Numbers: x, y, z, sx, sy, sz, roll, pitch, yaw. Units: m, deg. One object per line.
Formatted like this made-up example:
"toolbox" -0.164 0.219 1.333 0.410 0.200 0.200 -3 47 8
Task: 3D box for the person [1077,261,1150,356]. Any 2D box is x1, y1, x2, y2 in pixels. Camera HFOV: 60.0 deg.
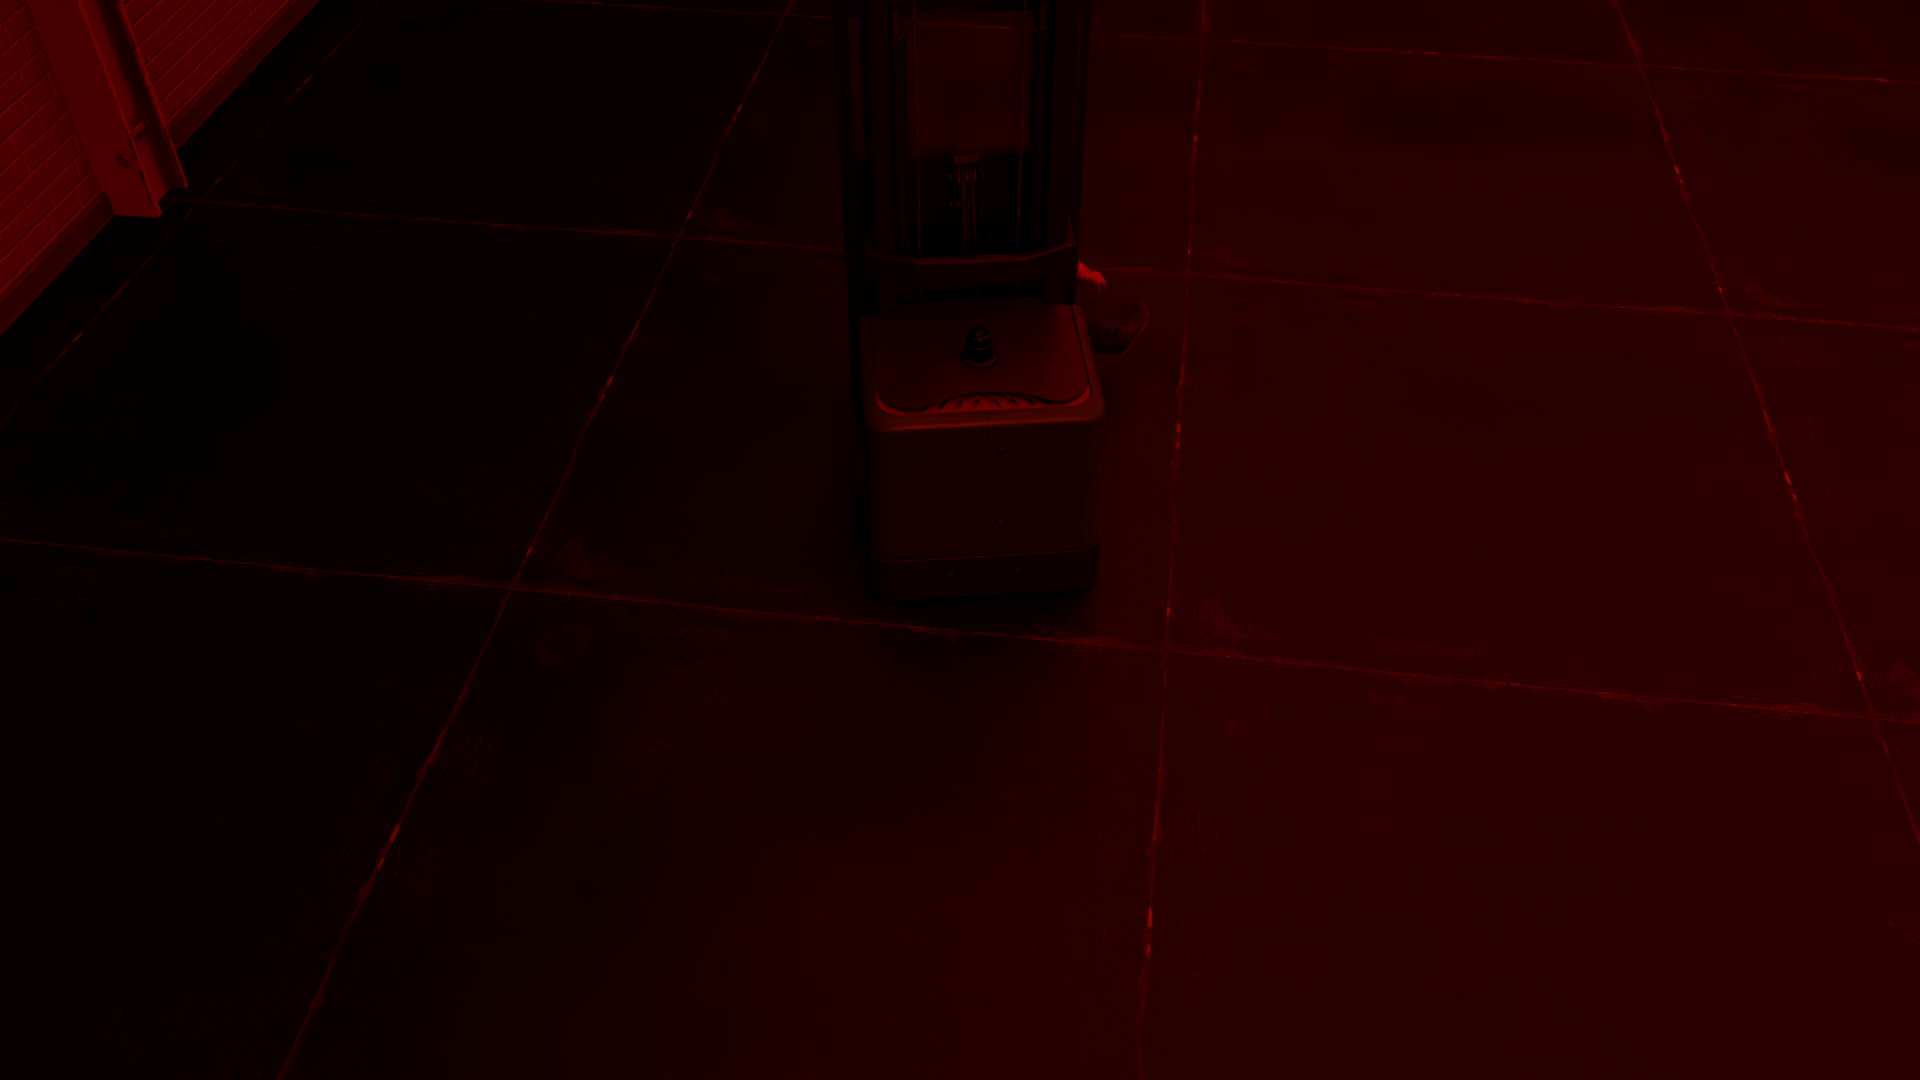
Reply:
"person" 0.290 -1.379 8.321 1.010 1.211 1.127 24 48 24

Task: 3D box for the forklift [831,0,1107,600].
"forklift" -0.015 -1.800 7.683 1.130 2.935 3.031 -3 43 -4
